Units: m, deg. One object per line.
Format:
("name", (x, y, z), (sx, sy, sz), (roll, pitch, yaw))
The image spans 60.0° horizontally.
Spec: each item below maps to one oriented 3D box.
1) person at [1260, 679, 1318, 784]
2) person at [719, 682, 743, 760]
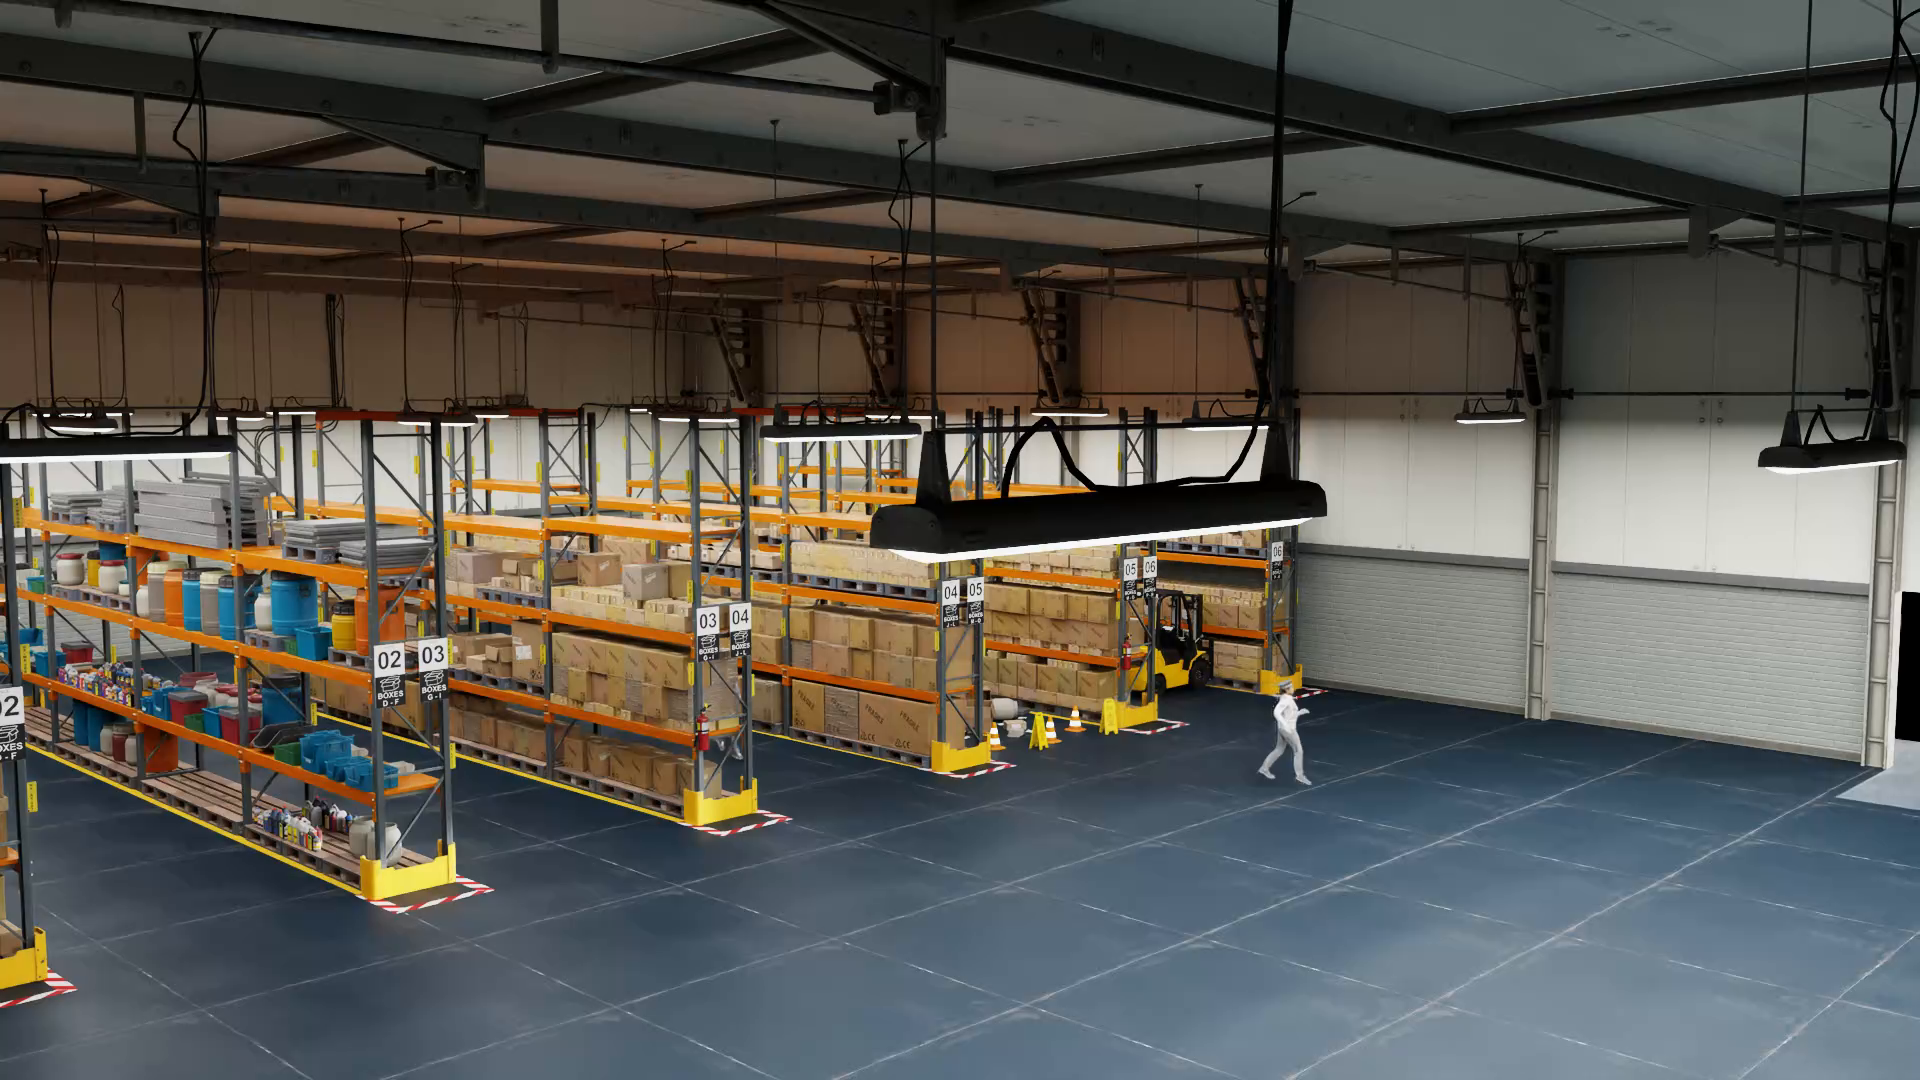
("person", (5.328, 3.085, 26.875), (0.914, 1.703, 0.604), (0, 5, 1))
("person", (-3.993, 2.999, 28.801), (0.651, 1.575, 0.561), (3, 6, 35))
